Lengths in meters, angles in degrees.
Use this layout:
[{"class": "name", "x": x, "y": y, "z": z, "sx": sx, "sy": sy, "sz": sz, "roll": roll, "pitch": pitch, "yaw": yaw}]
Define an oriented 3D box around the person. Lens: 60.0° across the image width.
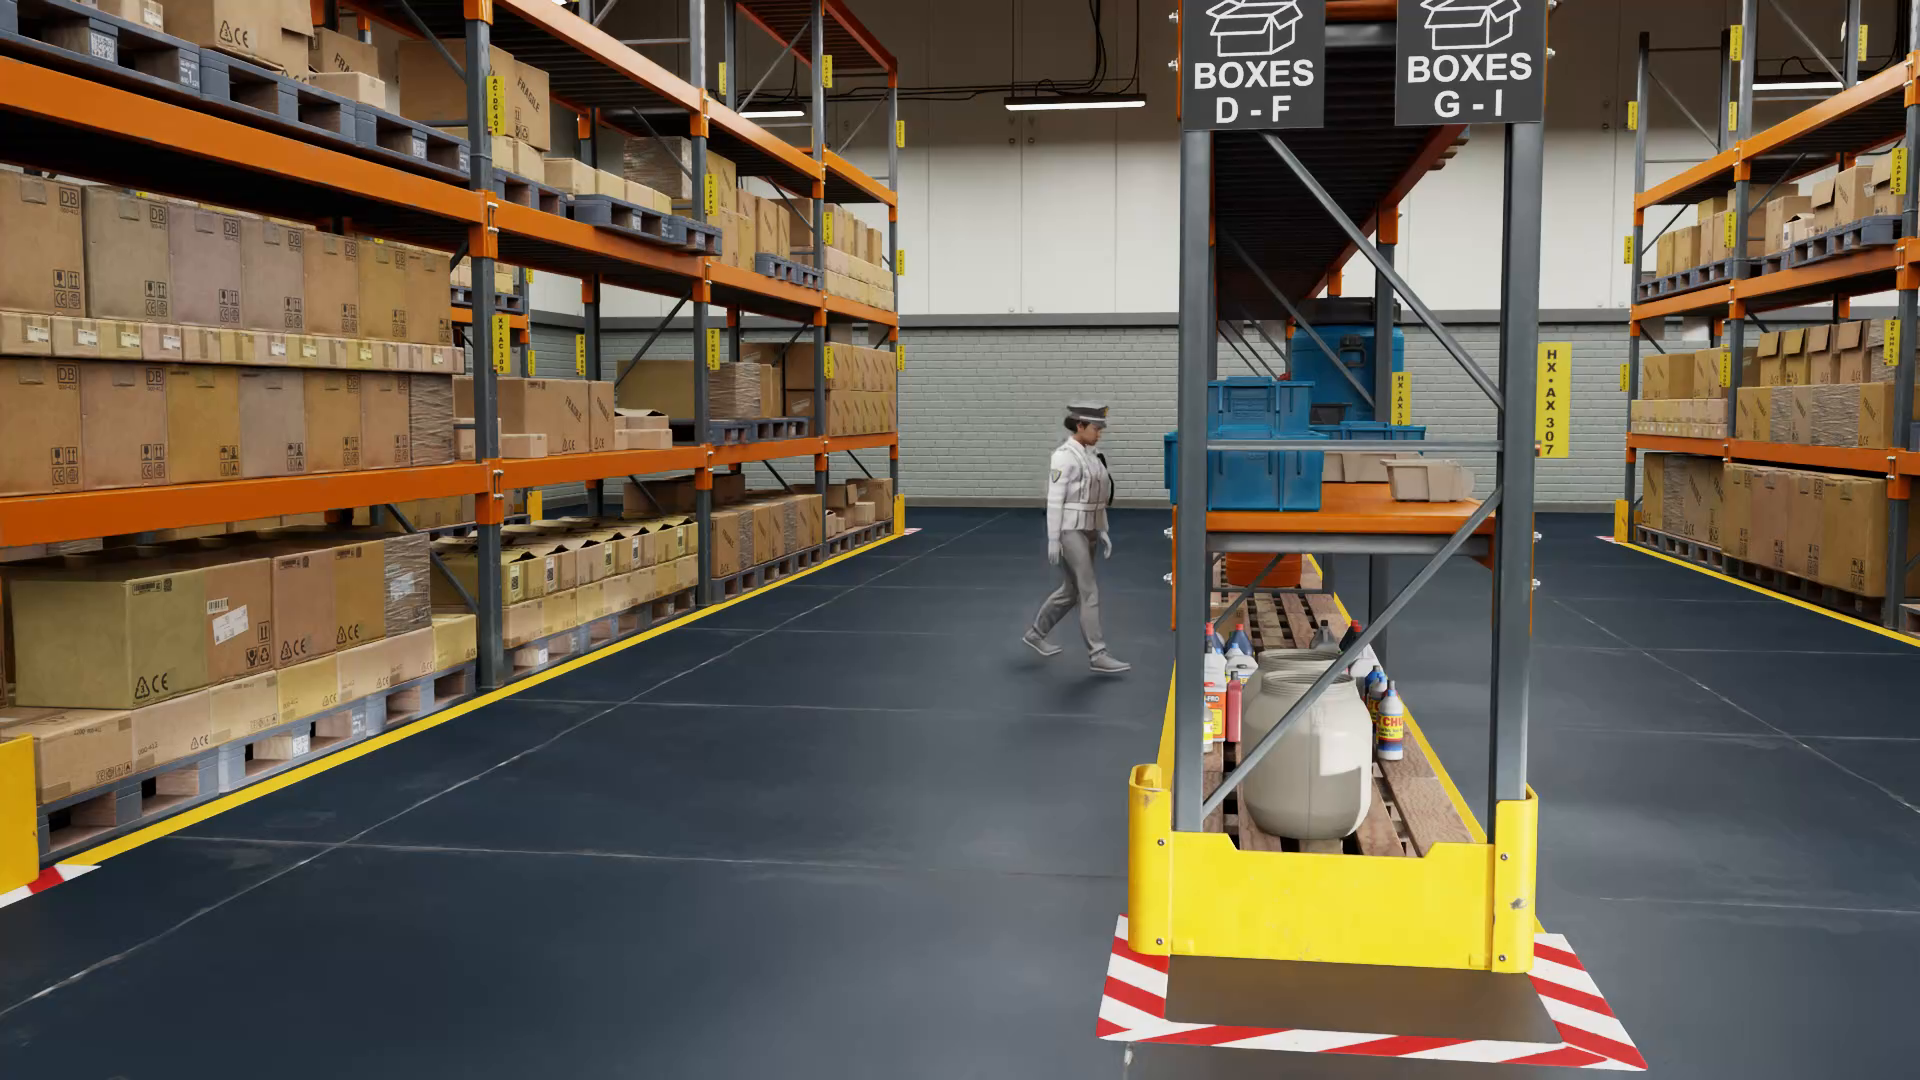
[{"class": "person", "x": 0.720, "y": -0.034, "z": 10.222, "sx": 0.898, "sy": 1.626, "sz": 0.506, "roll": 3, "pitch": 6, "yaw": 34}]
